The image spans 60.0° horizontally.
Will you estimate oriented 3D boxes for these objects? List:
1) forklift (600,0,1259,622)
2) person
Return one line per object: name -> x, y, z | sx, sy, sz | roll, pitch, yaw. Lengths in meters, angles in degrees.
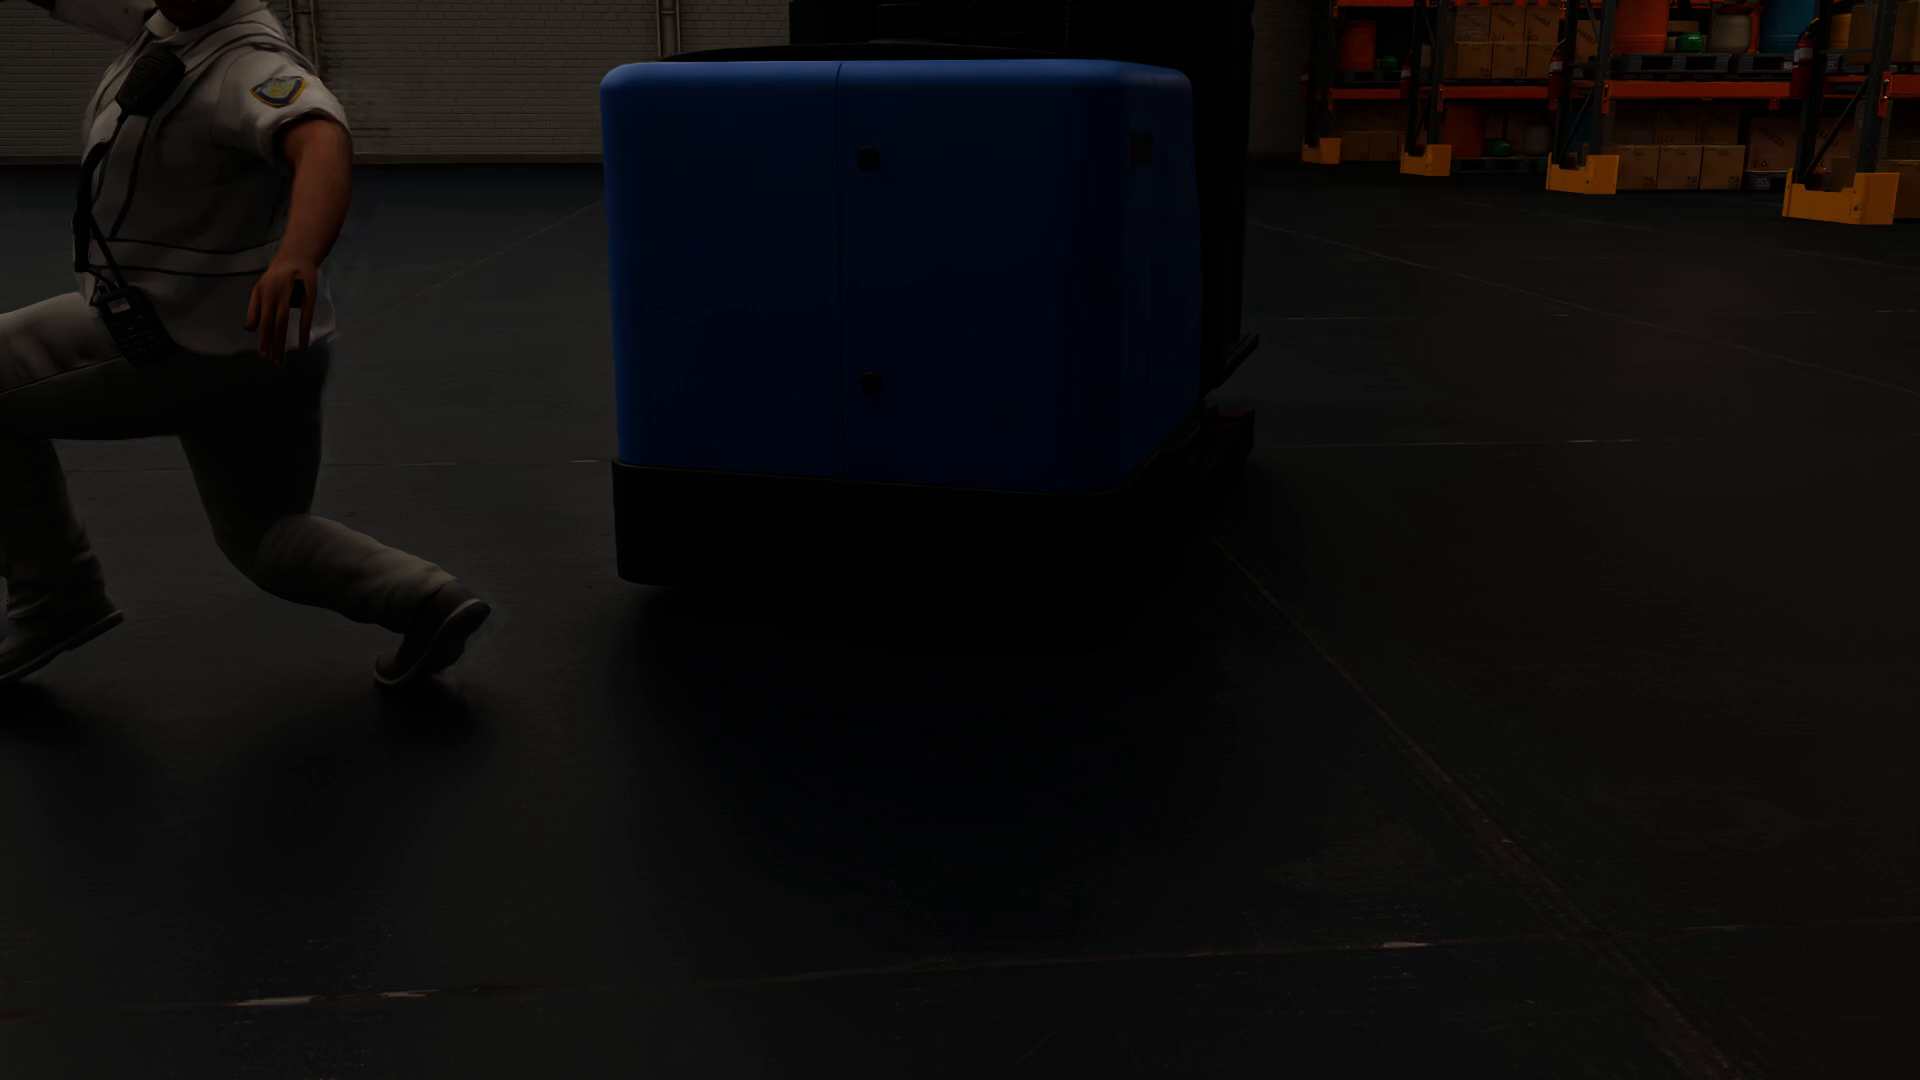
forklift -> 0.211, -1.597, 4.244 | 1.130, 2.935, 3.031 | 4, 15, 16
person -> -1.270, -0.355, 2.595 | 0.946, 1.383, 0.857 | -1, 15, -3
